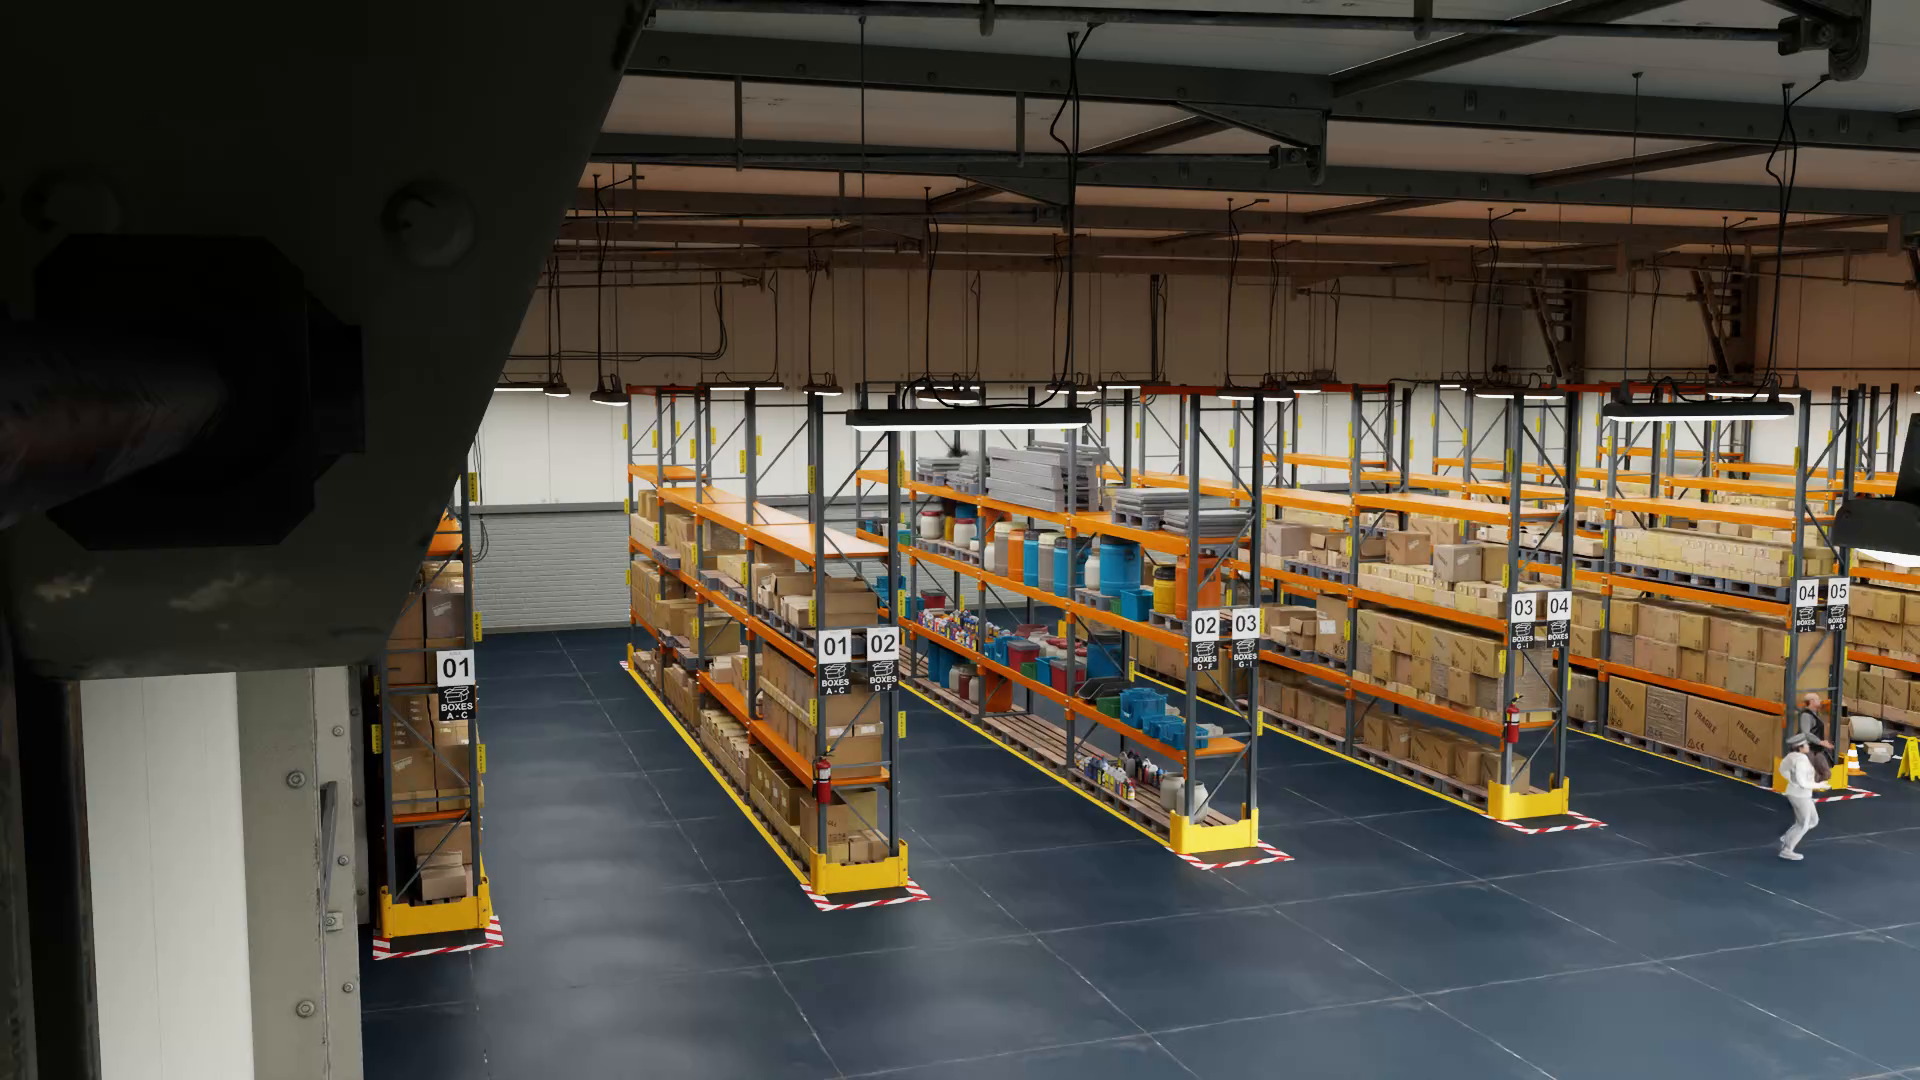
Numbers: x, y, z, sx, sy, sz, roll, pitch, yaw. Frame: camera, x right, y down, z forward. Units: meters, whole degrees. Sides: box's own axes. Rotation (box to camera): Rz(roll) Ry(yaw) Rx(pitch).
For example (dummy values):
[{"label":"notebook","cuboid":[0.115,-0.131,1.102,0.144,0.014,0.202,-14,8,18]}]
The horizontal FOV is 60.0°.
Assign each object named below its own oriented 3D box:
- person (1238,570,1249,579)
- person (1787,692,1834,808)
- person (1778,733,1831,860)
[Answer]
[{"label":"person","cuboid":[6.860,1.220,41.294,0.556,1.697,0.763,1,6,5]},{"label":"person","cuboid":[12.257,3.033,23.879,0.582,1.693,0.695,5,8,41]},{"label":"person","cuboid":[10.856,3.291,21.376,0.554,1.655,0.602,2,6,16]}]
